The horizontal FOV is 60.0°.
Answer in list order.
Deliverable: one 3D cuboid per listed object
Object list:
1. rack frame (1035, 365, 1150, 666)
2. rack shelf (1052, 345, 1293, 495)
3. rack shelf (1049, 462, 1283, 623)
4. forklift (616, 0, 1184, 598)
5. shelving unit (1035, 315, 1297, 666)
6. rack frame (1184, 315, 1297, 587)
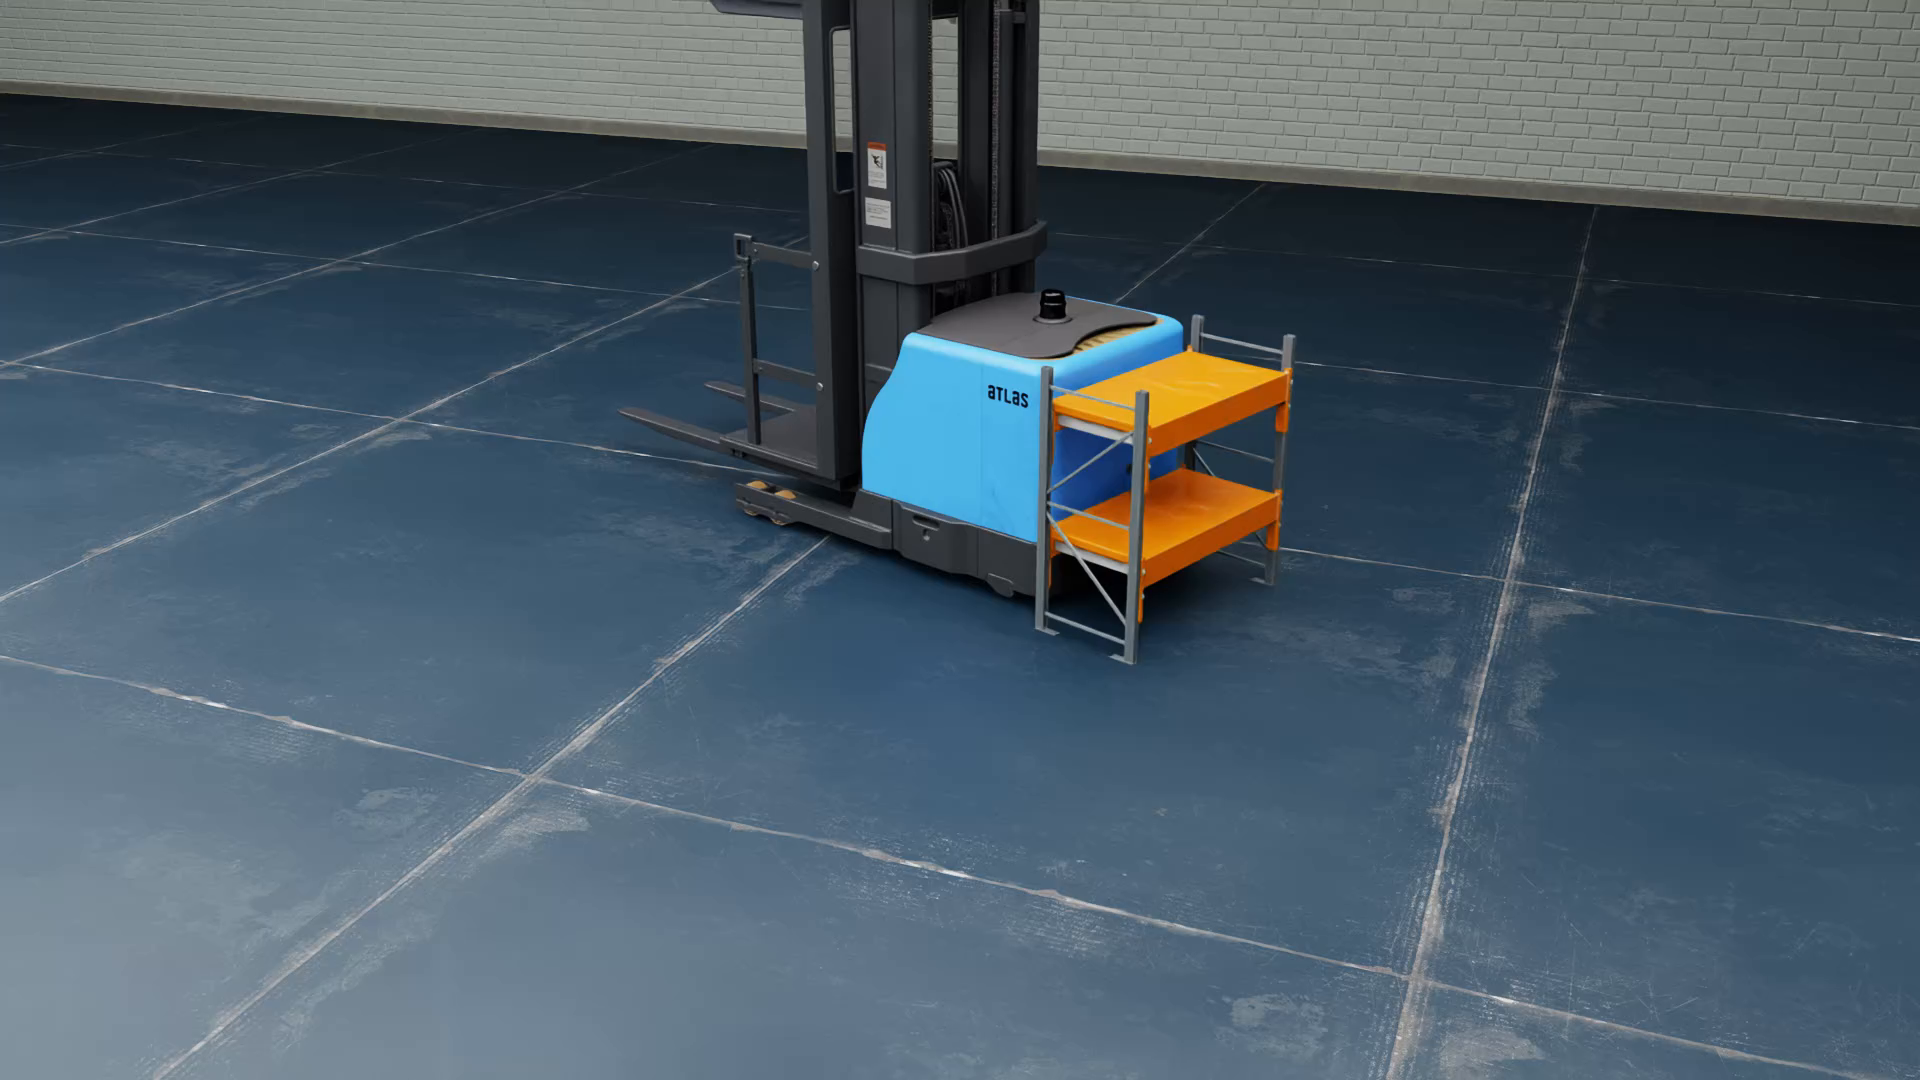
[{"bbox_3d":[0.506,-0.091,6.508,0.500,1.125,0.032,19,29,38],"label":"rack frame"},{"bbox_3d":[0.848,-0.506,6.742,0.538,0.278,1.000,19,29,38],"label":"rack shelf"},{"bbox_3d":[0.848,-0.011,6.949,0.538,0.278,1.000,19,29,38],"label":"rack shelf"},{"bbox_3d":[-0.455,-1.559,7.679,3.031,2.935,1.130,18,29,37],"label":"forklift"},{"bbox_3d":[0.848,-0.236,6.855,0.538,1.125,1.048,19,29,38],"label":"shelving unit"},{"bbox_3d":[1.190,-0.381,7.202,0.500,1.125,0.032,19,29,38],"label":"rack frame"}]
